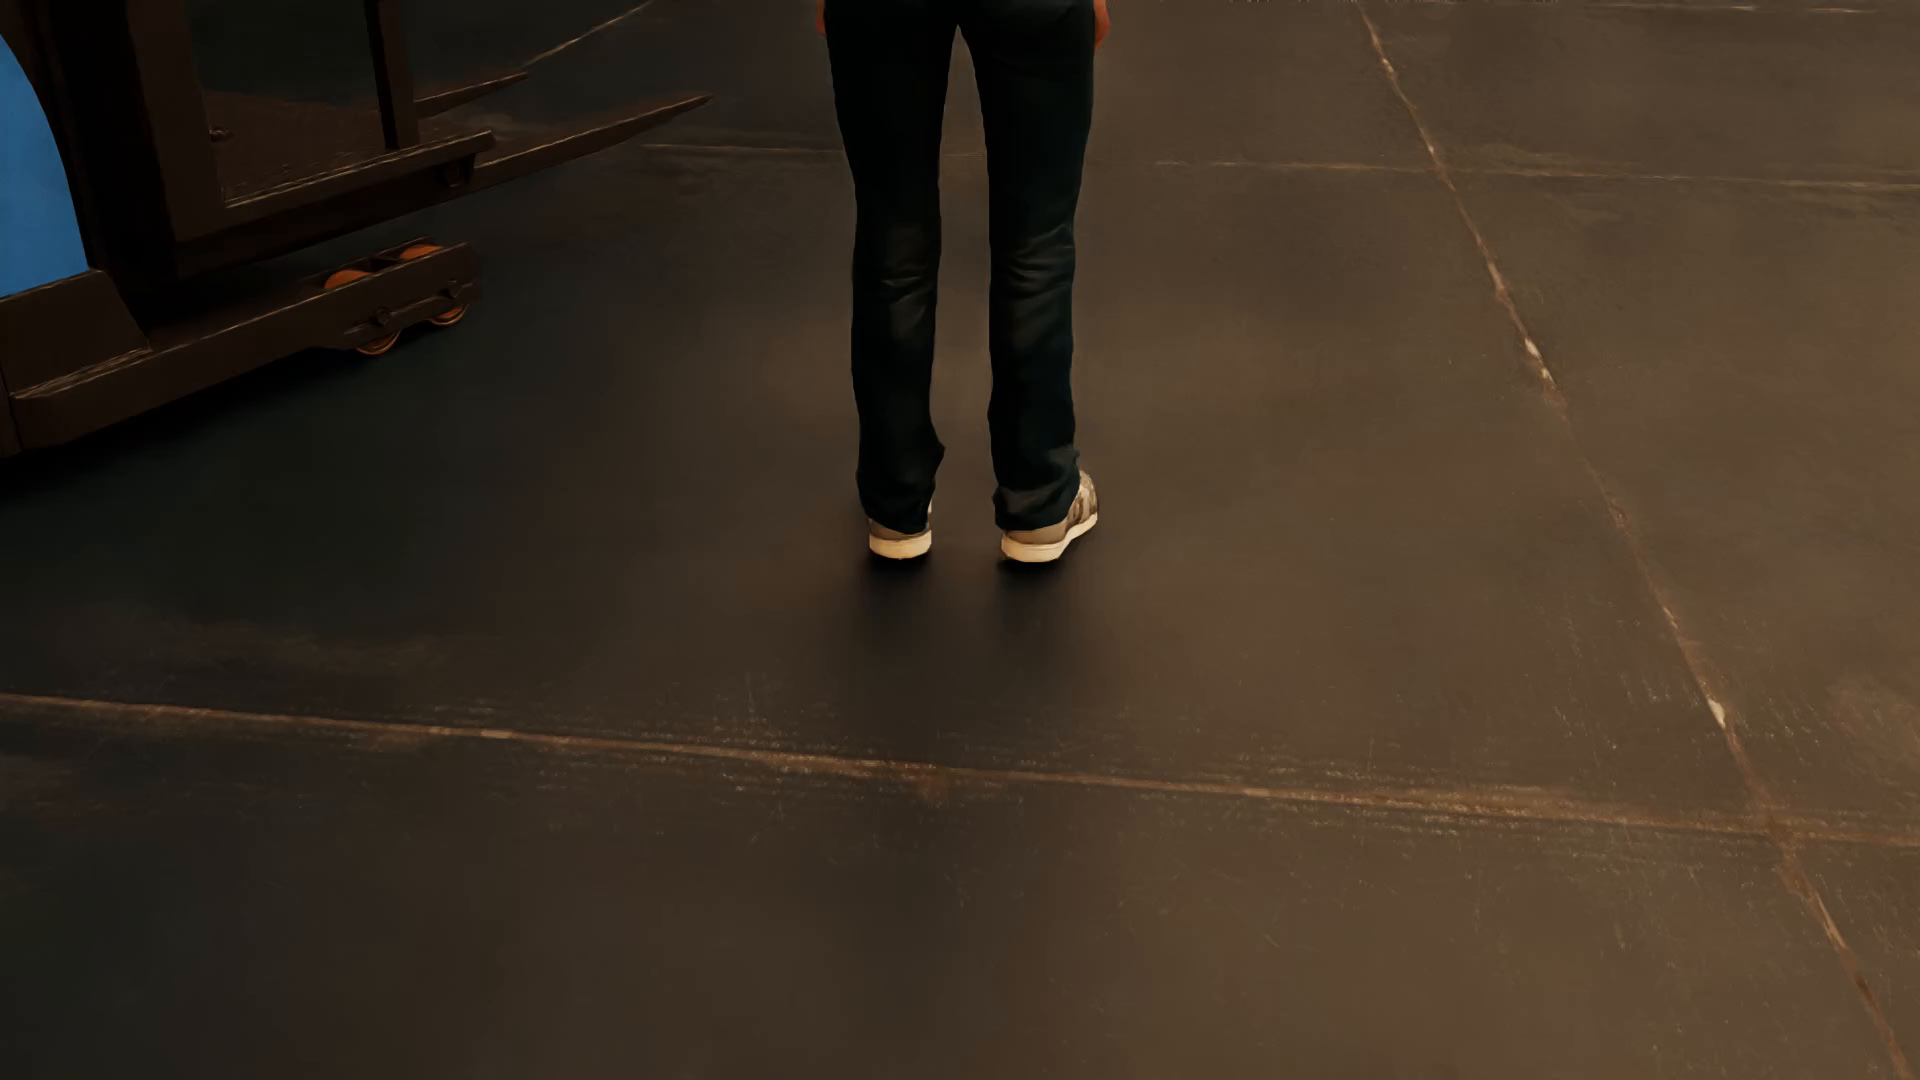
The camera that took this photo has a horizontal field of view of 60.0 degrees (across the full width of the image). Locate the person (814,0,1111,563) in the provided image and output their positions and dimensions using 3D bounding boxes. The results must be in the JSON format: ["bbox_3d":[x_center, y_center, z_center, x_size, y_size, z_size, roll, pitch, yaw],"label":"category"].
[{"bbox_3d":[0.001,-0.721,2.151,0.405,1.604,0.311,3,27,7],"label":"person"}]

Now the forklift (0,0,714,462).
[{"bbox_3d":[-1.638,-1.749,2.723,1.130,2.935,3.031,13,29,24],"label":"forklift"}]
